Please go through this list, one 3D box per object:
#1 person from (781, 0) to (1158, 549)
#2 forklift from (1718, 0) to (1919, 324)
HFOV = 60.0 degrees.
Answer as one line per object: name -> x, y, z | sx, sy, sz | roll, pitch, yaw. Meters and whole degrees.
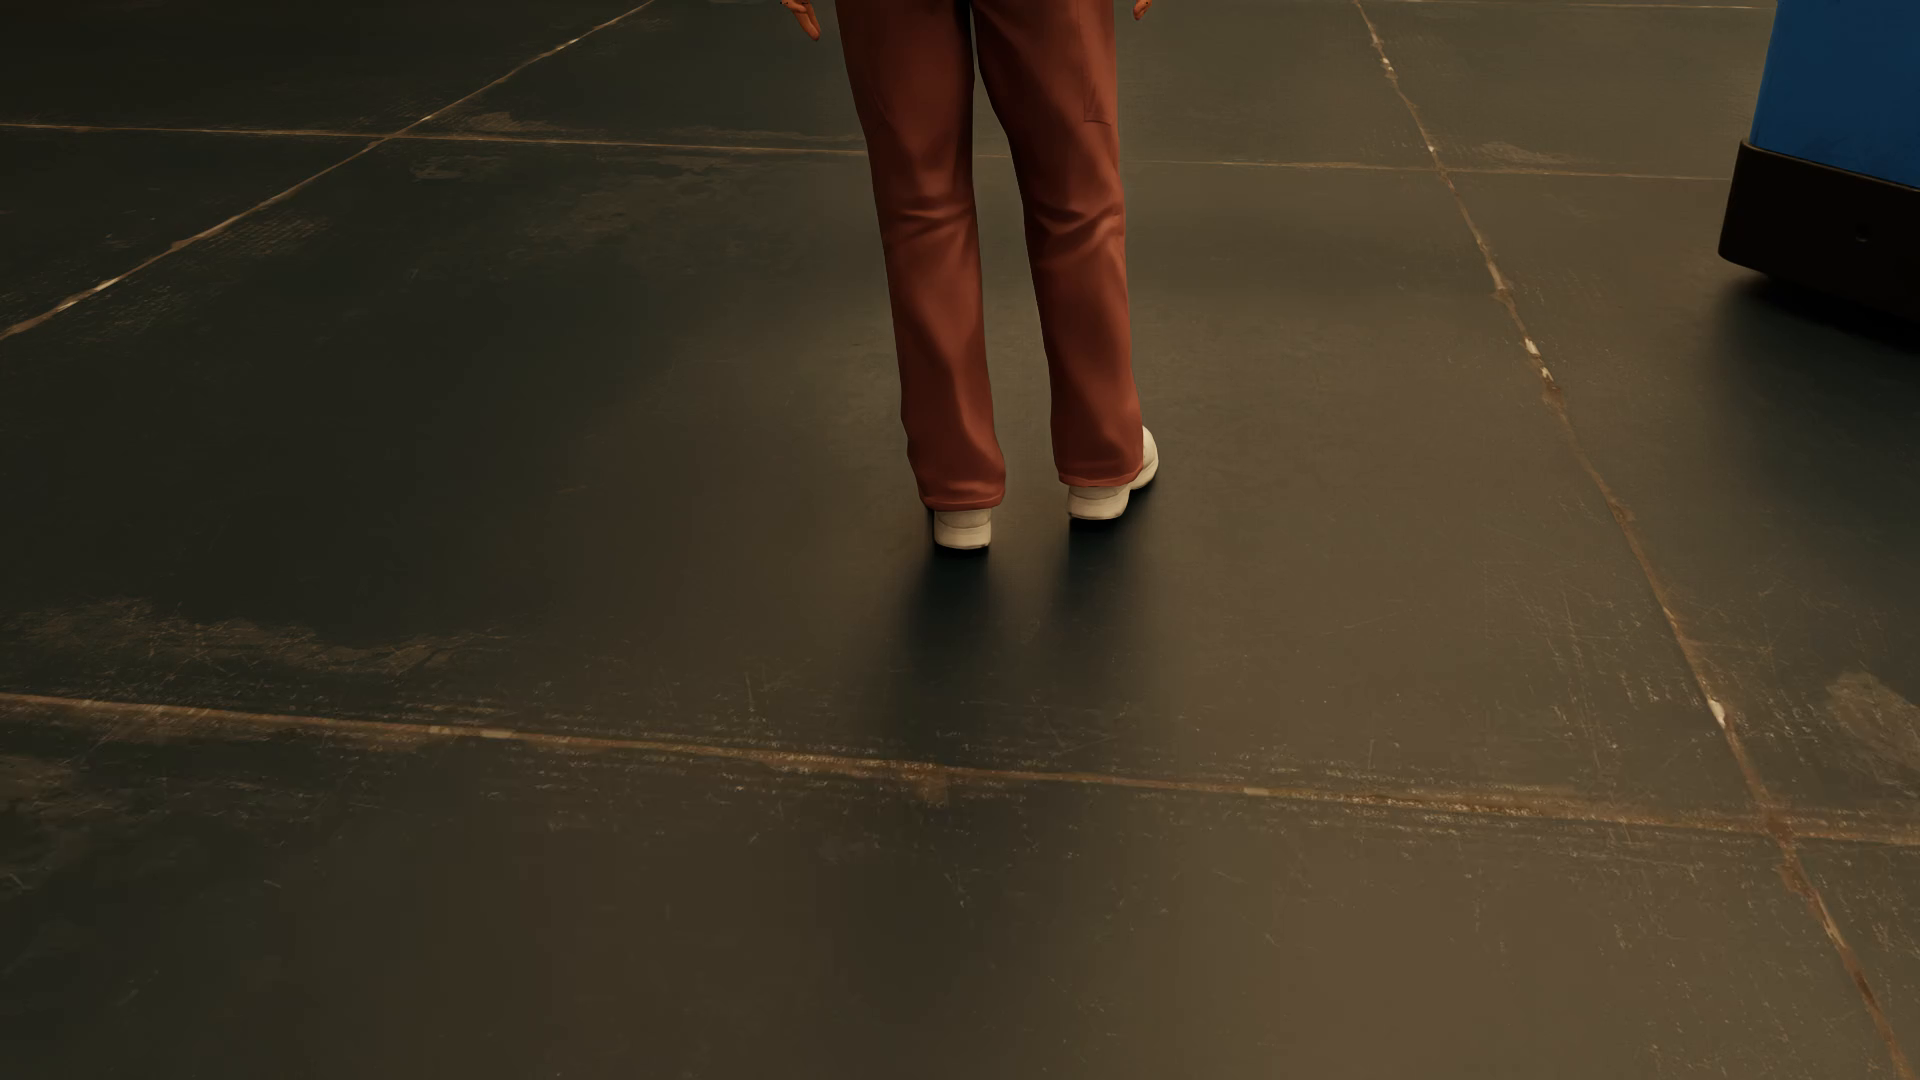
person -> 0.020, -0.778, 2.192 | 0.555, 1.654, 0.549 | 3, 27, 7
forklift -> 3.177, -1.961, 3.149 | 3.031, 2.935, 1.130 | -12, 29, -23
